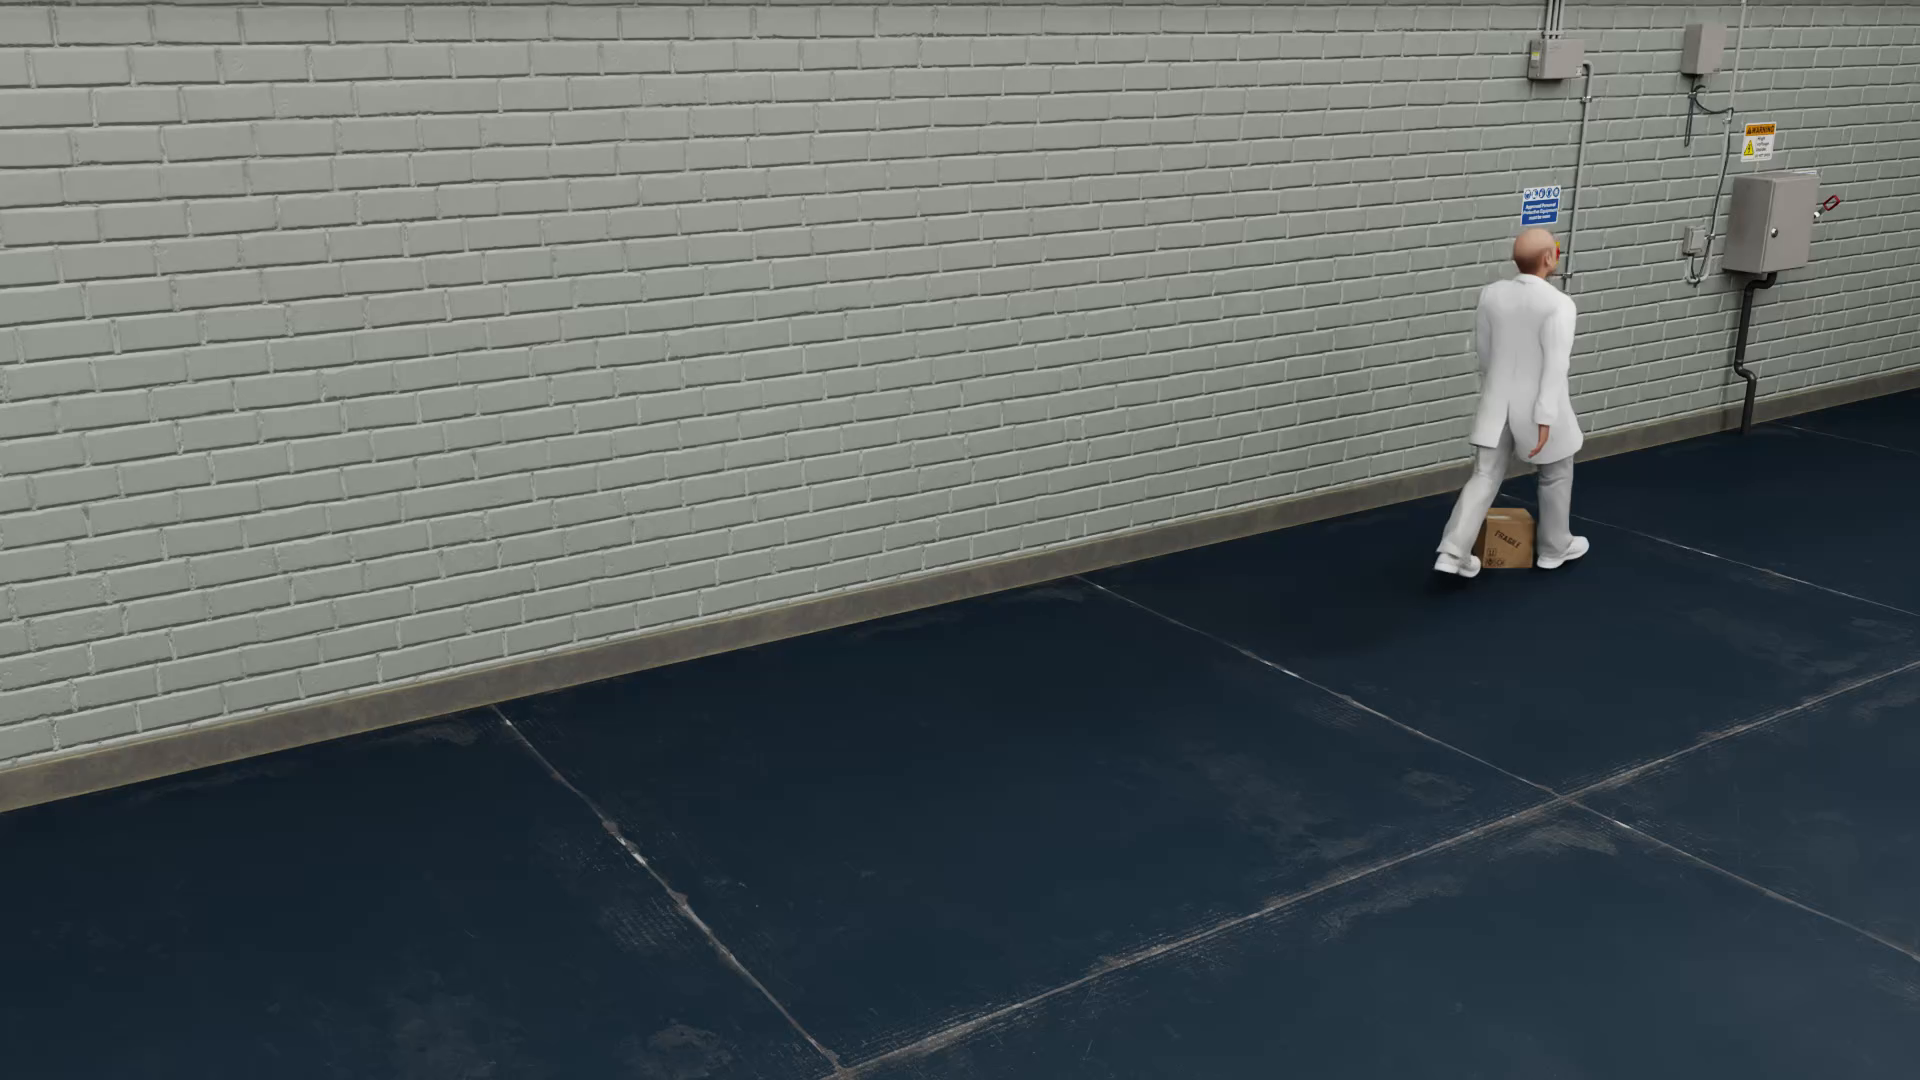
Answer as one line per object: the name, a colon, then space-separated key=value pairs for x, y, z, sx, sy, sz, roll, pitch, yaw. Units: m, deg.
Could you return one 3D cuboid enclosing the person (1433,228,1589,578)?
person: x=2.757 y=-0.659 z=8.138 sx=1.118 sy=1.730 sz=0.566 roll=-16 pitch=24 yaw=-40
